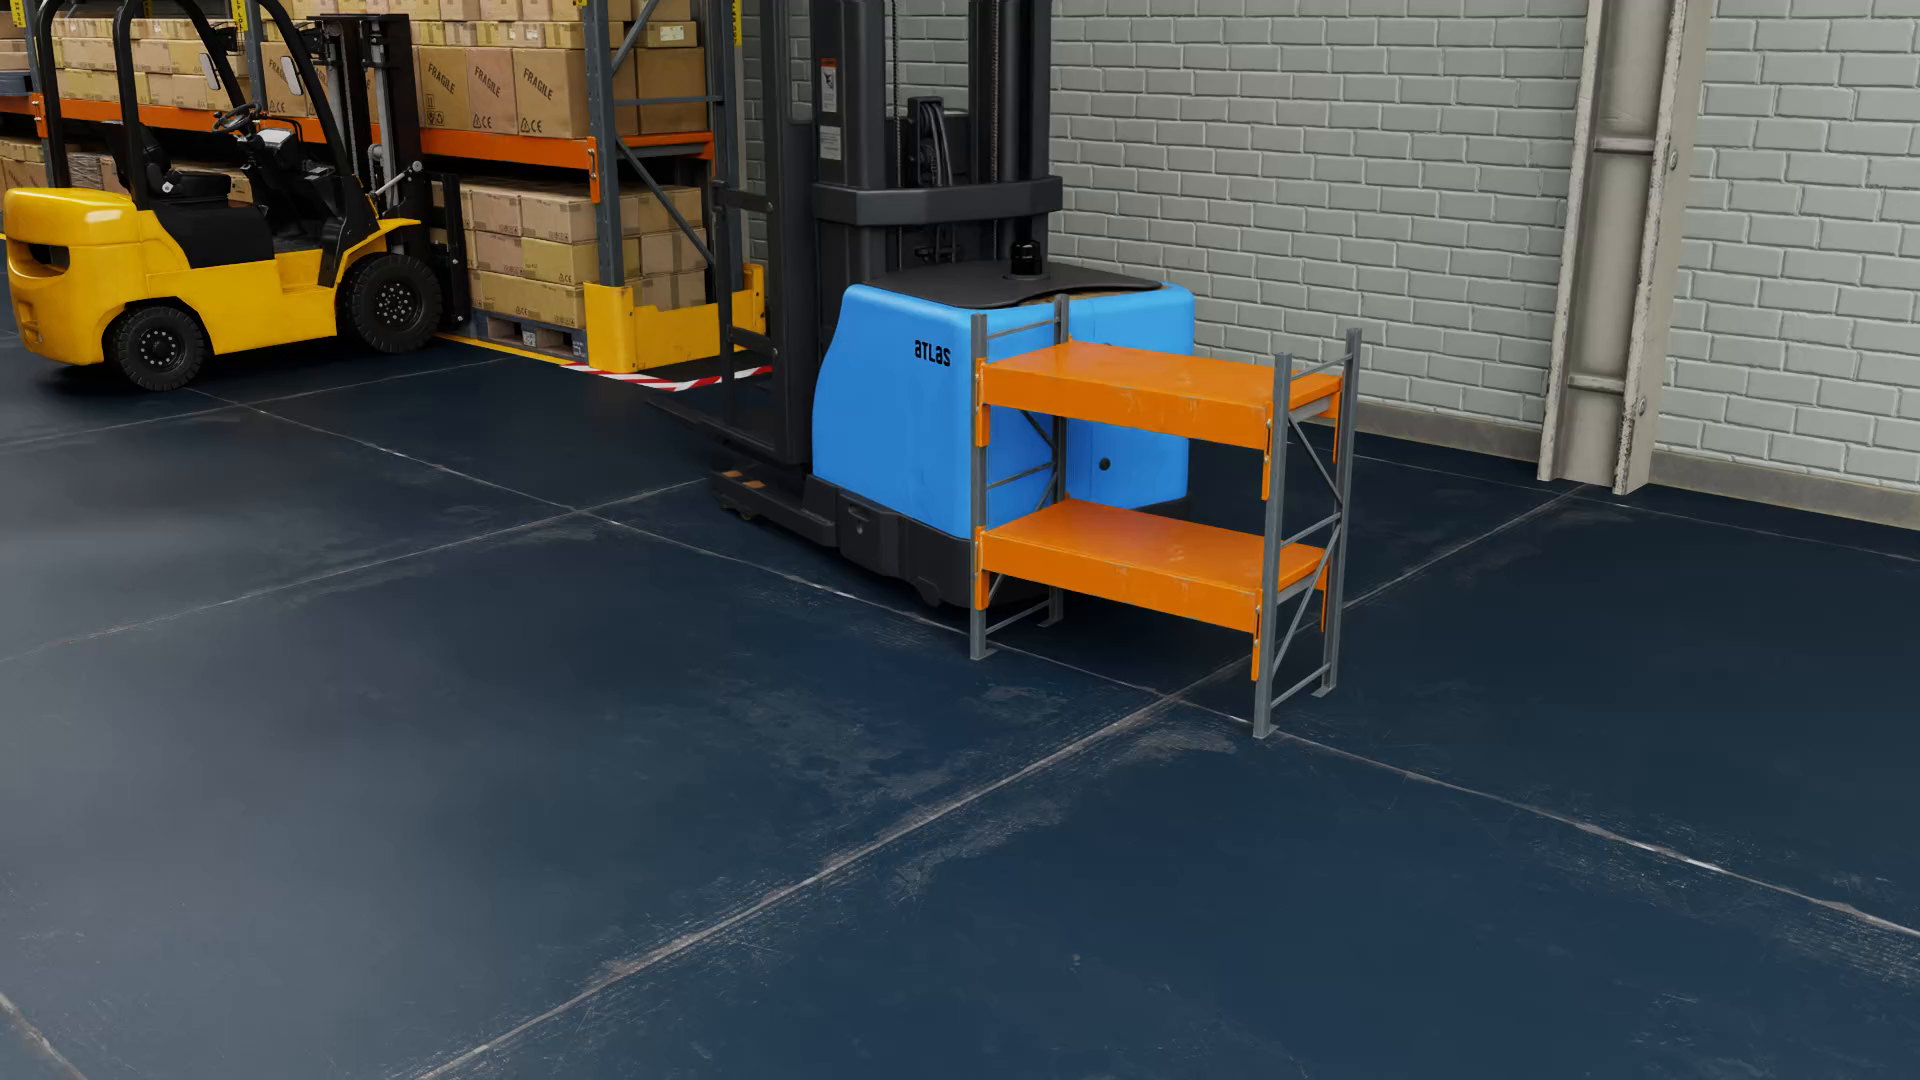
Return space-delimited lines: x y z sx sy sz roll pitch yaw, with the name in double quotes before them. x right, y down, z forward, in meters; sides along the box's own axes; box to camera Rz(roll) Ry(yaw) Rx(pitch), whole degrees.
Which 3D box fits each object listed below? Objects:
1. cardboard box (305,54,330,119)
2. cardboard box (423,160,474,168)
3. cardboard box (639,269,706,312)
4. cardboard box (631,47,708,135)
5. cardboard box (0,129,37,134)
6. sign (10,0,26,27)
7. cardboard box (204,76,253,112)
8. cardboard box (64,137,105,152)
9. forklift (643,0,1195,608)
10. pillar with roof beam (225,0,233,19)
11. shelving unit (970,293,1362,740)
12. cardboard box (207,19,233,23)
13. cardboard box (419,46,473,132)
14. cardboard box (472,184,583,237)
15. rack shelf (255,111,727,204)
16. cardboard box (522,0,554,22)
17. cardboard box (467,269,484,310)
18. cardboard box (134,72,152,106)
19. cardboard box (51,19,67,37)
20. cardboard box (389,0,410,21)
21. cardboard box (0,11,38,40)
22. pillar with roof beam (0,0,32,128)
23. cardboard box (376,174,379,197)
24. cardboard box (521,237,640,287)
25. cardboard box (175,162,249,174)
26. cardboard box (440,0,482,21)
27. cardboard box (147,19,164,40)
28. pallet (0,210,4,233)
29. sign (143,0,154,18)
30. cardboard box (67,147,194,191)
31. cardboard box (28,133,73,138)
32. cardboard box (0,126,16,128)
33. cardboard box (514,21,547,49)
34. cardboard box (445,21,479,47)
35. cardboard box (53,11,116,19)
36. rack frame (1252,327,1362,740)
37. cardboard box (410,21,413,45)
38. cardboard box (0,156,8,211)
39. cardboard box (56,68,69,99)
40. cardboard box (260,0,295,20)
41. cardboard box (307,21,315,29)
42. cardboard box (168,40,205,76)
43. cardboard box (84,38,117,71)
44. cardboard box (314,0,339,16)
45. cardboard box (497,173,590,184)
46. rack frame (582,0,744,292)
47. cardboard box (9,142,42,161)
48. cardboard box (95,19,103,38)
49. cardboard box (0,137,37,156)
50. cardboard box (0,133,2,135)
"cardboard box" -4.158 -3.161 11.448 0.500 0.500 0.500 16 23 40
"cardboard box" -3.832 -2.575 11.966 0.500 0.250 0.500 15 23 38
"cardboard box" -1.963 -1.592 10.520 0.500 0.250 0.500 15 23 39
"cardboard box" -1.912 -2.769 10.214 0.500 0.500 0.500 16 24 41
"cardboard box" -9.467 -4.067 16.833 0.250 0.149 0.380 16 24 41
"sign" -8.062 -4.555 14.223 0.005 0.325 0.100 15 23 39
"cardboard box" -5.268 -3.333 12.403 0.500 0.250 0.500 16 23 40
"cardboard box" -8.313 -3.750 15.835 0.250 0.149 0.380 15 23 40
"forklift" -0.399 -1.550 6.651 1.130 2.935 3.031 -12 21 -33
"pillar with roof beam" -8.993 -5.993 10.620 0.400 9.000 9.100 15 23 39
"shelving unit" 0.601 -0.114 5.111 1.048 1.125 0.538 13 22 35
"cardboard box" -5.473 -3.846 12.535 0.250 0.149 0.380 15 23 39
"cardboard box" -3.033 -2.856 10.485 0.500 0.500 0.500 14 23 38
"cardboard box" -2.663 -2.049 10.306 0.500 0.250 0.500 16 23 40
"rack shelf" -3.222 -2.618 11.092 4.000 0.370 1.077 15 23 39
"cardboard box" -2.339 -3.125 9.769 0.250 0.149 0.380 15 23 39
"cardboard box" -3.021 -1.676 10.786 0.500 0.250 0.500 15 23 40
"cardboard box" -6.390 -3.641 13.375 0.500 0.250 0.500 16 24 41
"cardboard box" -7.466 -4.339 14.086 0.250 0.149 0.380 16 23 40
"cardboard box" -3.462 -3.443 10.773 0.250 0.149 0.380 15 23 39
"cardboard box" -9.053 -4.701 15.601 0.637 0.503 0.797 14 23 38
"pillar with roof beam" -13.481 -7.198 14.416 0.400 9.000 9.100 15 23 39
"cardboard box" -3.808 -2.358 11.282 0.500 0.250 0.500 16 24 41
"cardboard box" -2.297 -1.714 10.079 0.500 0.250 0.500 15 23 39
"cardboard box" -5.690 -2.691 13.362 0.625 0.625 0.875 15 23 39
"cardboard box" -2.958 -3.265 10.212 0.250 0.149 0.380 16 23 41
"cardboard box" -6.096 -3.988 12.980 0.250 0.149 0.380 15 23 40
"pallet" -9.151 -3.240 16.472 1.213 0.211 1.003 15 23 39
"sign" -7.343 -4.844 15.001 0.005 0.325 0.100 15 23 39
"cardboard box" -7.252 -3.106 14.670 0.625 0.625 0.875 16 24 41
"cardboard box" -8.895 -3.906 16.327 0.250 0.149 0.380 15 23 40
"cardboard box" -10.034 -4.226 17.336 0.250 0.149 0.380 15 23 39
"cardboard box" -2.382 -2.967 9.764 0.250 0.149 0.380 16 23 40
"cardboard box" -2.944 -3.128 10.272 0.250 0.149 0.380 14 22 38
"cardboard box" -7.990 -4.552 15.137 0.500 0.500 0.500 16 24 42
"rack frame" 1.008 -0.022 4.821 0.032 1.125 0.500 13 22 35
"cardboard box" -3.510 -3.281 10.753 0.250 0.149 0.380 14 23 38
"cardboard box" -8.929 -3.418 15.861 0.500 0.500 0.500 16 24 42
"cardboard box" -7.540 -3.950 14.347 0.500 0.250 0.500 15 23 39
"cardboard box" -4.676 -3.730 11.677 0.250 0.149 0.380 16 23 40
"cardboard box" -4.246 -3.498 11.438 0.250 0.149 0.380 15 23 39
"cardboard box" -5.644 -3.672 12.644 0.500 0.250 0.500 14 23 38
"cardboard box" -6.786 -3.978 13.609 0.500 0.250 0.500 14 23 38
"cardboard box" -4.099 -3.574 11.185 0.250 0.149 0.380 16 23 40
"cardboard box" -2.703 -2.267 10.995 0.500 0.250 0.500 15 23 39
"rack frame" -1.726 -2.559 9.717 0.127 3.000 1.000 15 23 39
"cardboard box" -8.471 -3.573 15.278 0.250 0.149 0.380 14 22 36
"cardboard box" -6.845 -4.199 13.648 0.250 0.149 0.380 15 23 40
"cardboard box" -8.993 -3.749 15.833 0.250 0.149 0.380 15 23 38
"cardboard box" -9.591 -3.906 16.328 0.250 0.149 0.380 16 24 41
